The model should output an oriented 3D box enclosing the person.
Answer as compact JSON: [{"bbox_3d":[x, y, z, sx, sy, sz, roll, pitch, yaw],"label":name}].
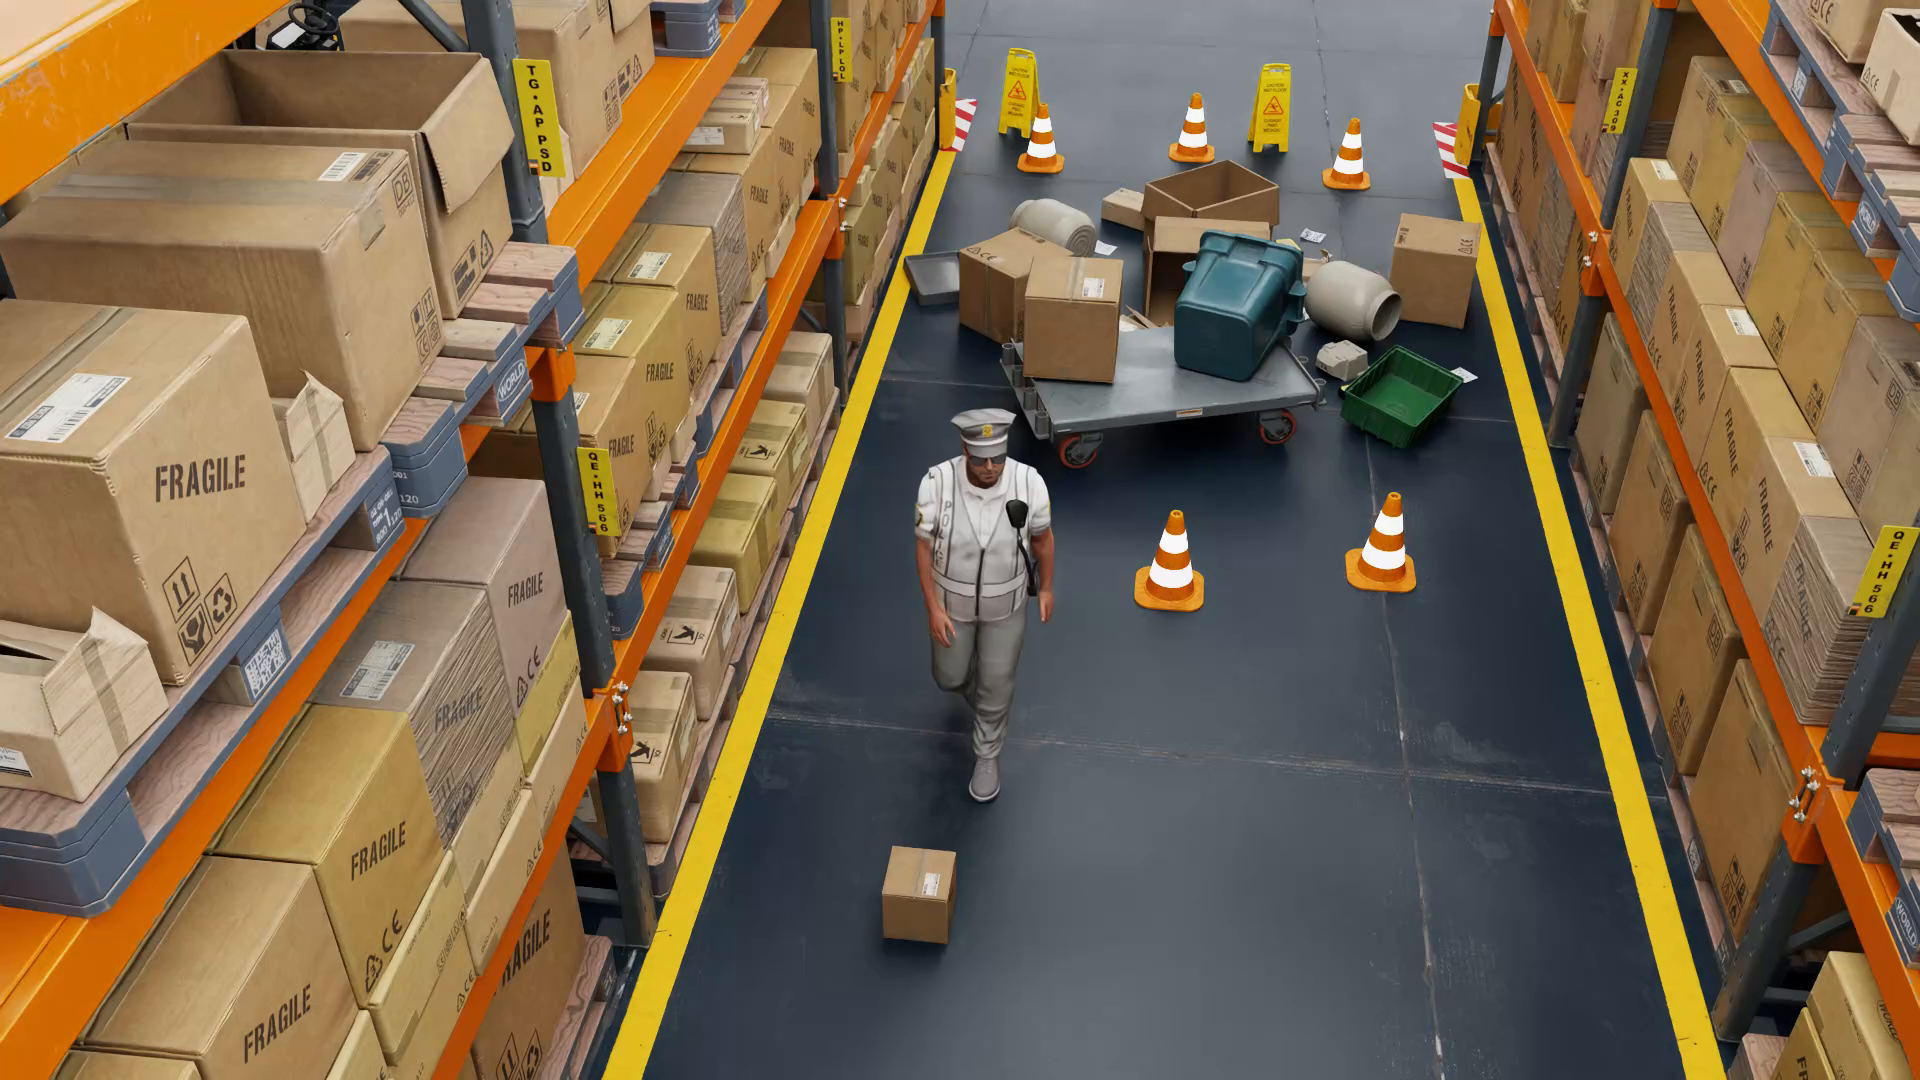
[{"bbox_3d":[0.105,0.195,6.752,0.563,1.760,0.703,1,36,2],"label":"person"}]
